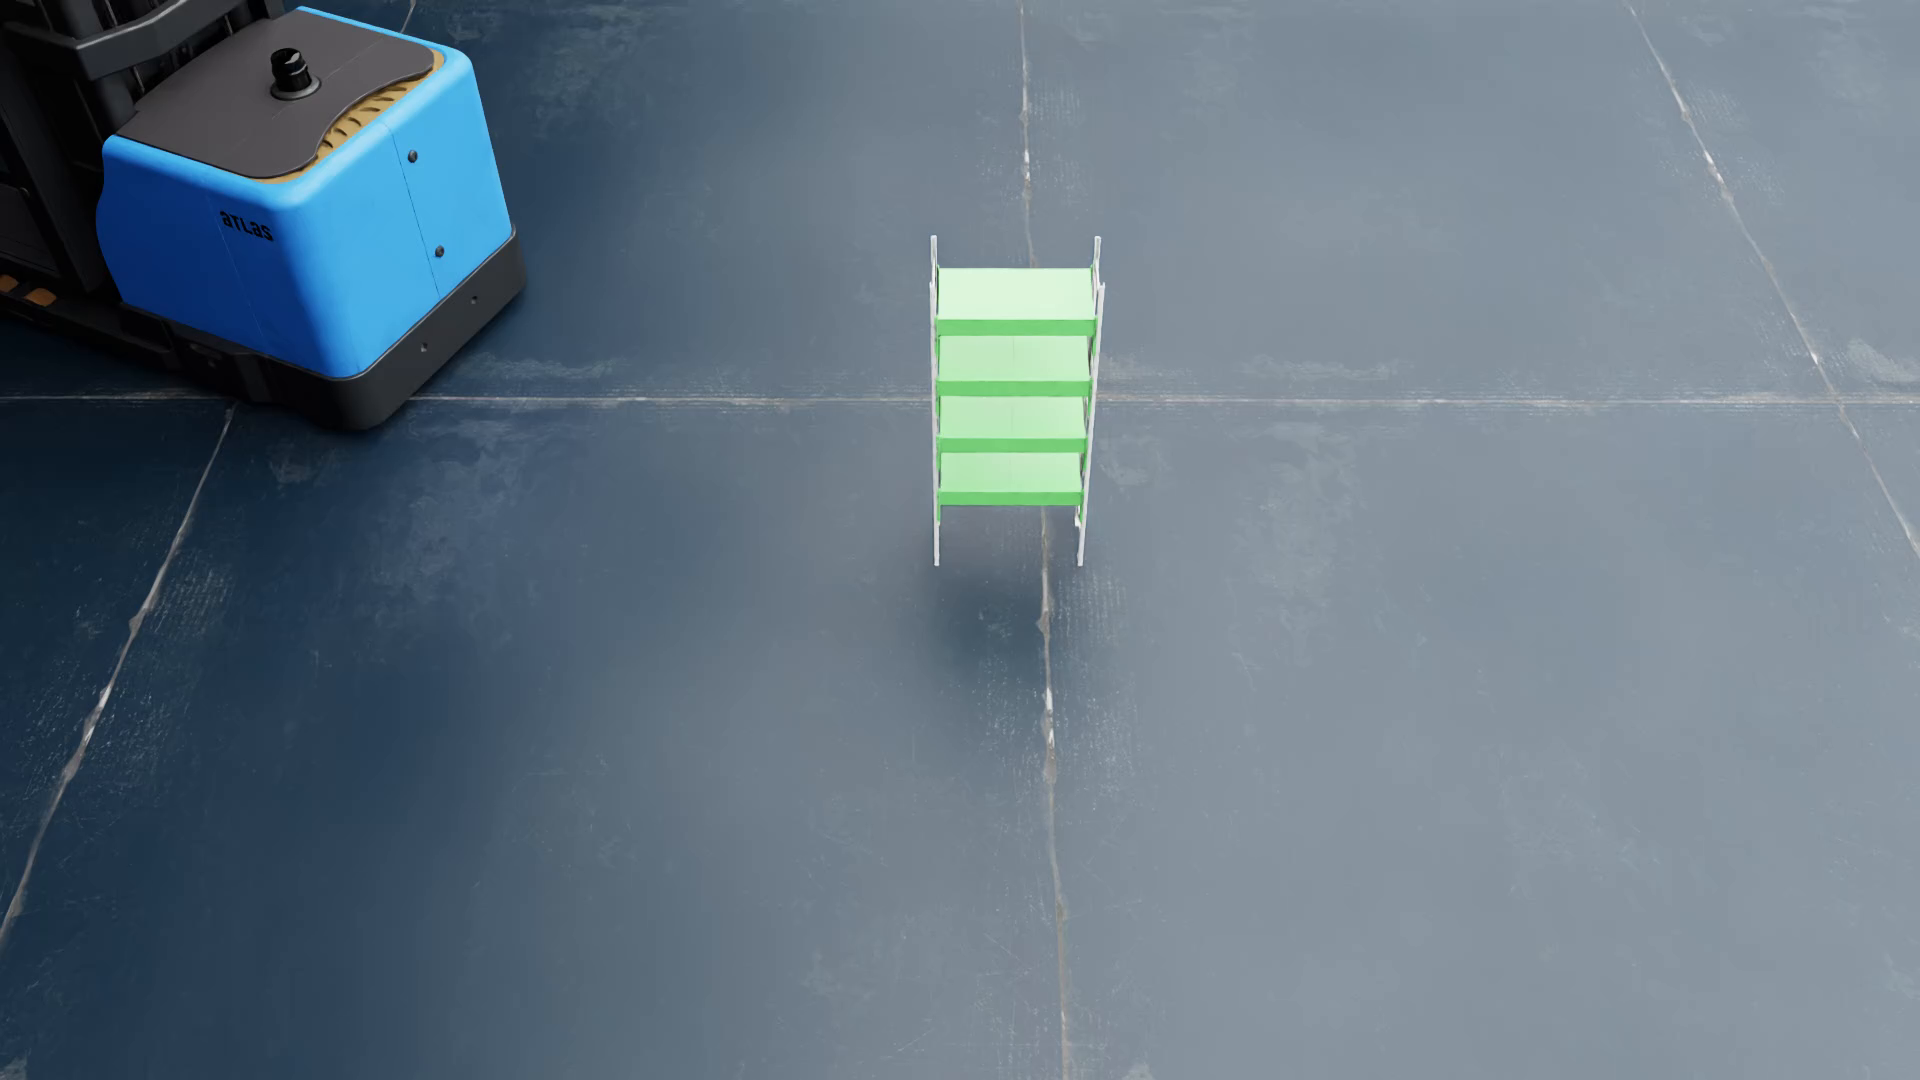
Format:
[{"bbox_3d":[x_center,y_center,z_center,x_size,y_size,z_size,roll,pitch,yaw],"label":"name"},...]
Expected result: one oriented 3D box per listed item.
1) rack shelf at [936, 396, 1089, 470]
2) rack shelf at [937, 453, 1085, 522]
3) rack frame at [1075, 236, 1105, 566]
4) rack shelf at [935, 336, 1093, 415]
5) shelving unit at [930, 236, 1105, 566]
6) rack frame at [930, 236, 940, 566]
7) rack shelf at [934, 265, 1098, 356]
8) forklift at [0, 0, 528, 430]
[{"bbox_3d":[0.166,-0.365,5.357,0.480,0.148,0.258,0,47,0],"label":"rack shelf"},{"bbox_3d":[0.166,-0.201,5.533,0.480,0.148,0.258,0,47,0],"label":"rack shelf"},{"bbox_3d":[0.410,-0.408,5.310,0.015,1.200,0.240,0,47,0],"label":"rack frame"},{"bbox_3d":[0.166,-0.528,5.181,0.480,0.148,0.258,0,47,0],"label":"rack shelf"},{"bbox_3d":[0.166,-0.408,5.310,0.503,1.200,0.258,0,47,0],"label":"shelving unit"},{"bbox_3d":[-0.078,-0.409,5.311,0.015,1.200,0.240,0,47,0],"label":"rack frame"},{"bbox_3d":[0.166,-0.692,5.006,0.480,0.148,0.258,0,47,0],"label":"rack shelf"},{"bbox_3d":[-3.276,-2.144,5.743,3.031,2.935,1.130,19,50,17],"label":"forklift"}]
